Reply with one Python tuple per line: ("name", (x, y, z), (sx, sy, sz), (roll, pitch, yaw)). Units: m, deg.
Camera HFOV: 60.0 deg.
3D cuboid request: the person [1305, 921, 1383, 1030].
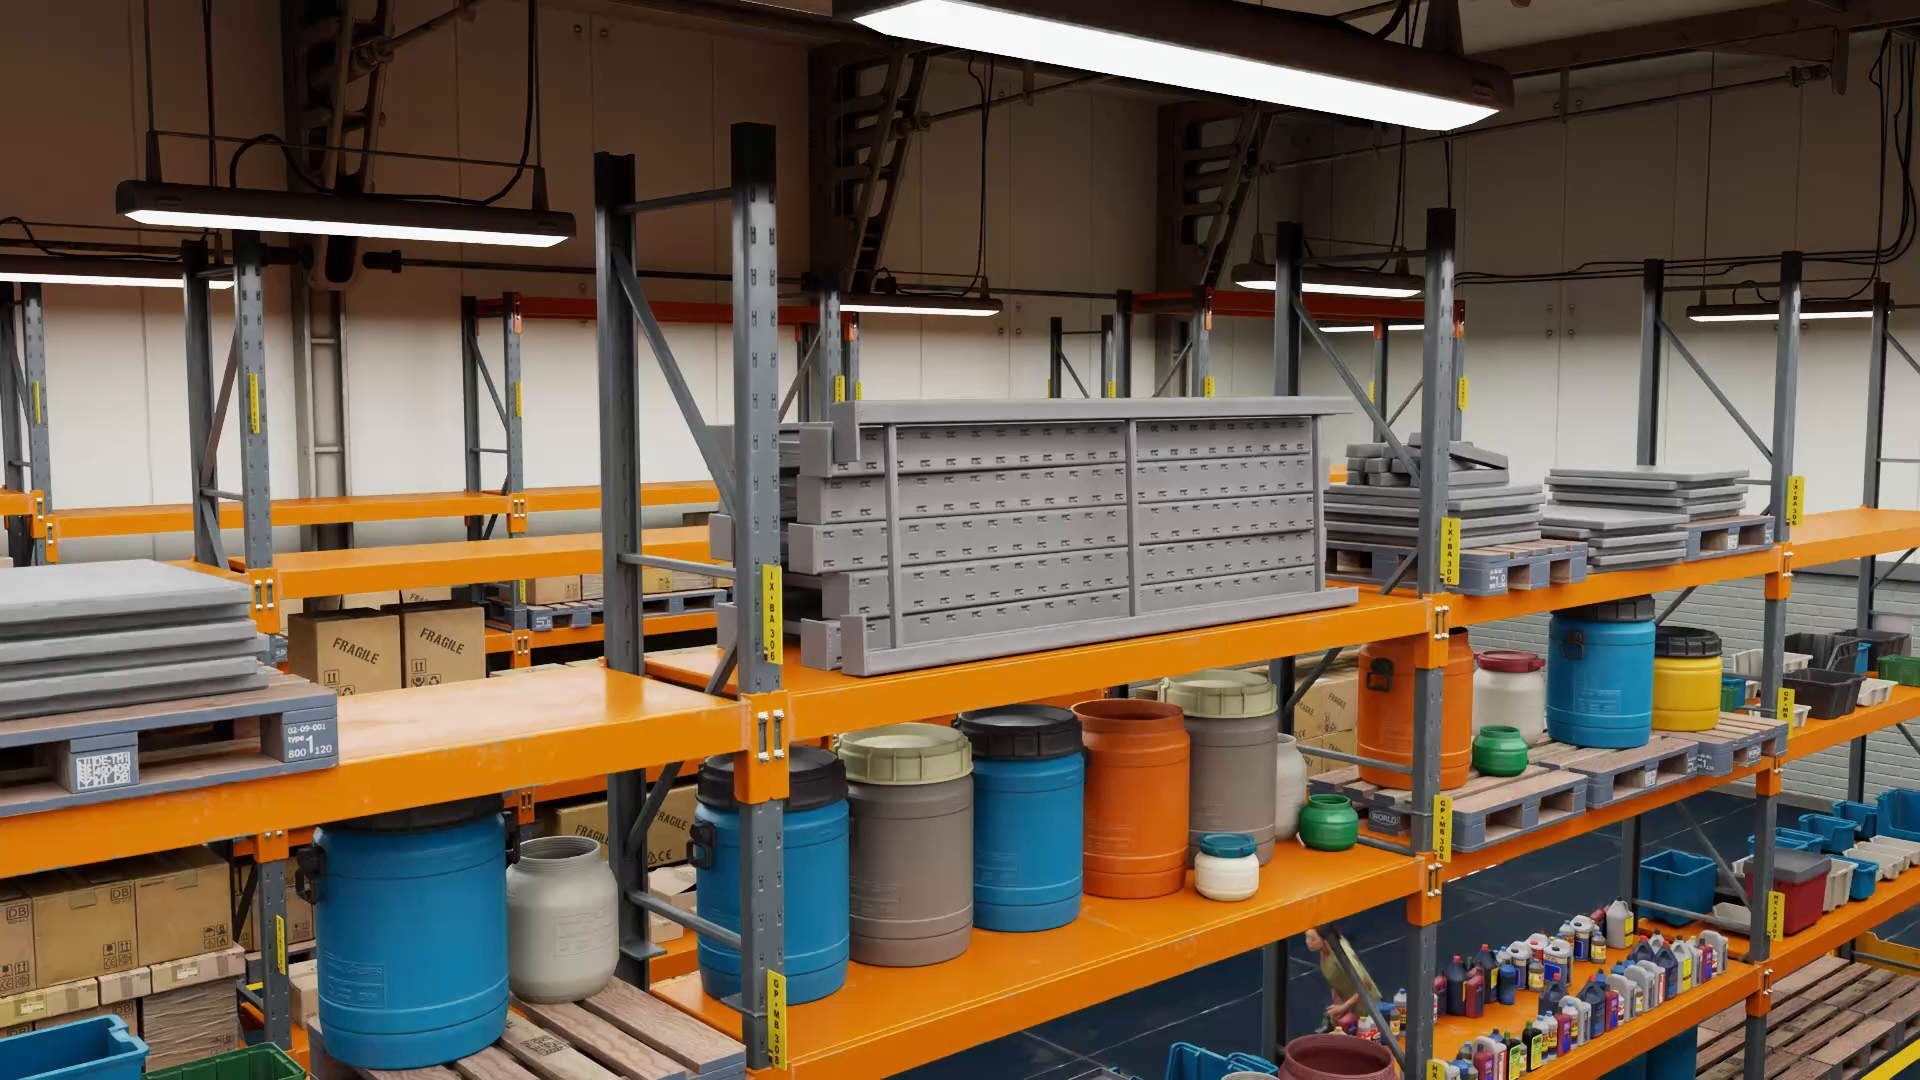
("person", (2.902, 3.322, 11.751), (1.072, 1.485, 0.563), (-2, 6, -19))
